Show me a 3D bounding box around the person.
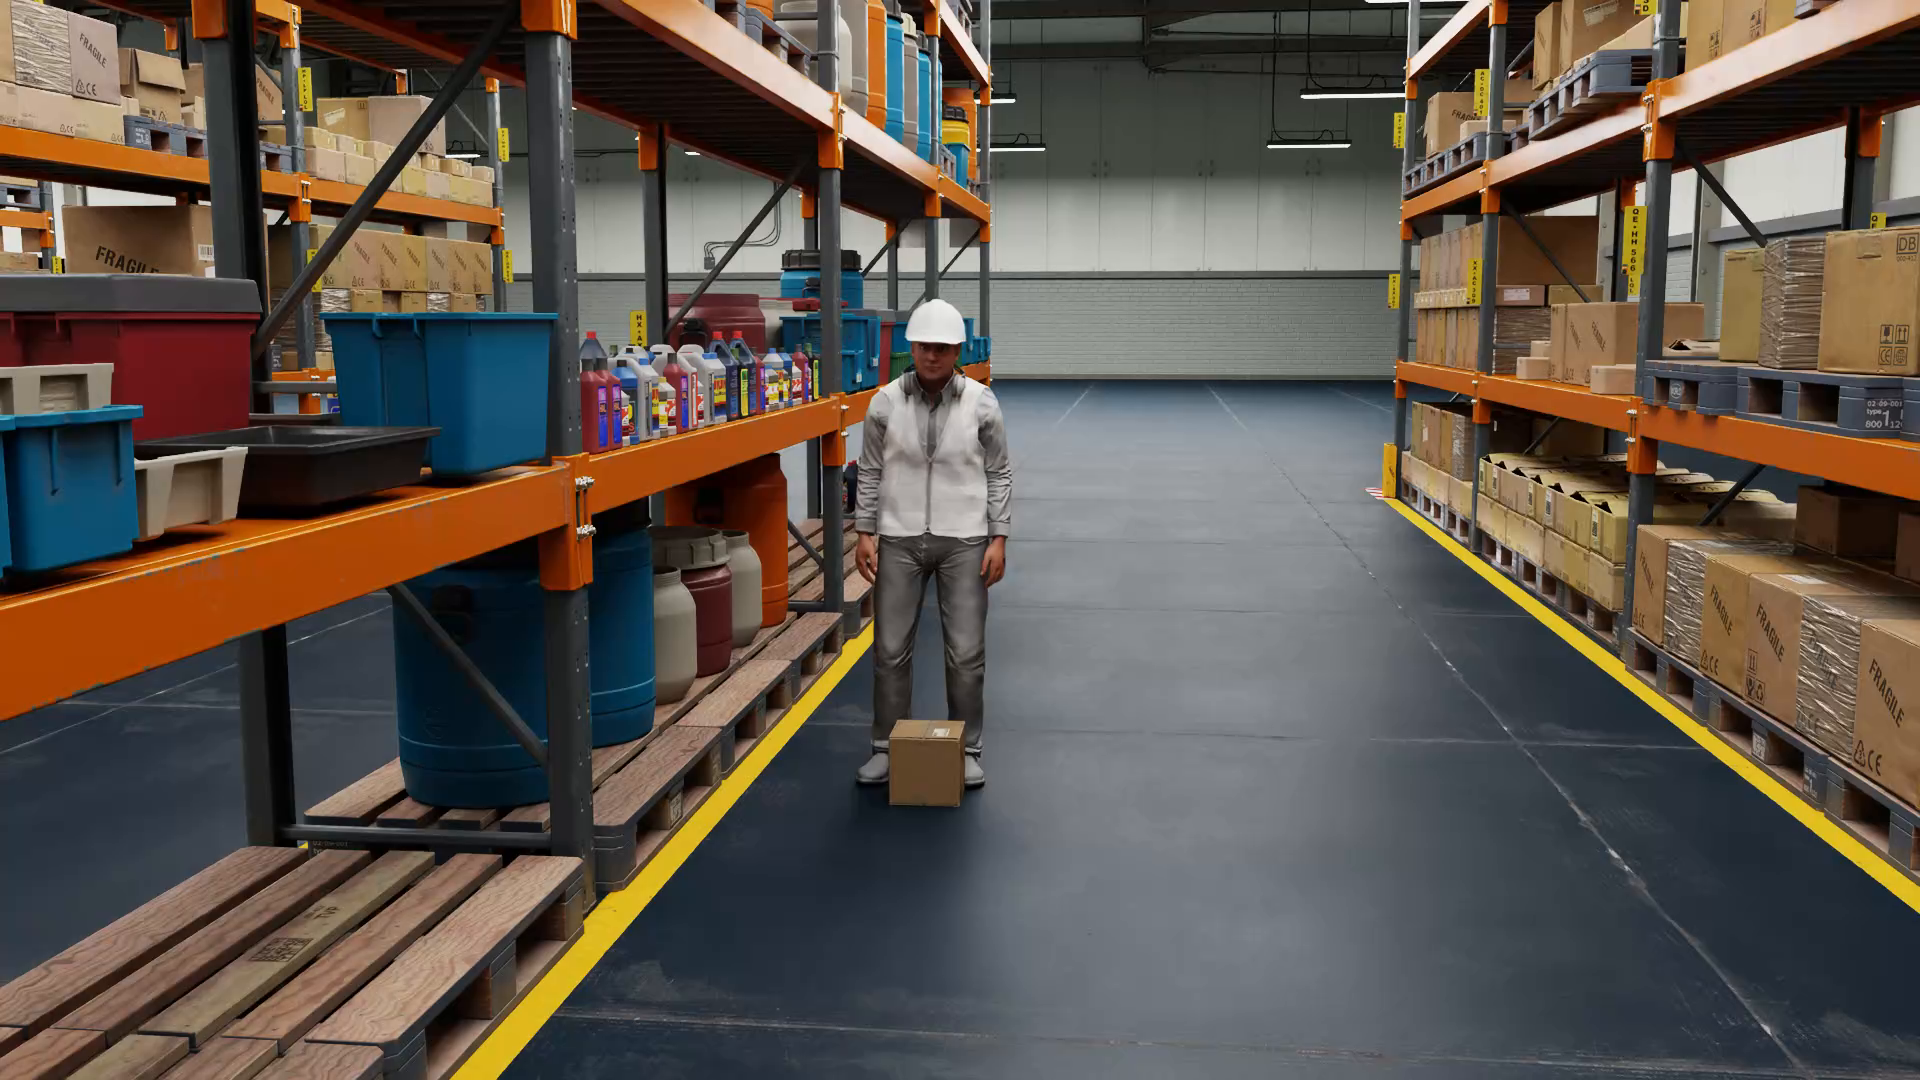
[{"bbox_3d":[-0.102,0.010,6.118,0.578,1.770,0.463,1,8,6],"label":"person"}]
